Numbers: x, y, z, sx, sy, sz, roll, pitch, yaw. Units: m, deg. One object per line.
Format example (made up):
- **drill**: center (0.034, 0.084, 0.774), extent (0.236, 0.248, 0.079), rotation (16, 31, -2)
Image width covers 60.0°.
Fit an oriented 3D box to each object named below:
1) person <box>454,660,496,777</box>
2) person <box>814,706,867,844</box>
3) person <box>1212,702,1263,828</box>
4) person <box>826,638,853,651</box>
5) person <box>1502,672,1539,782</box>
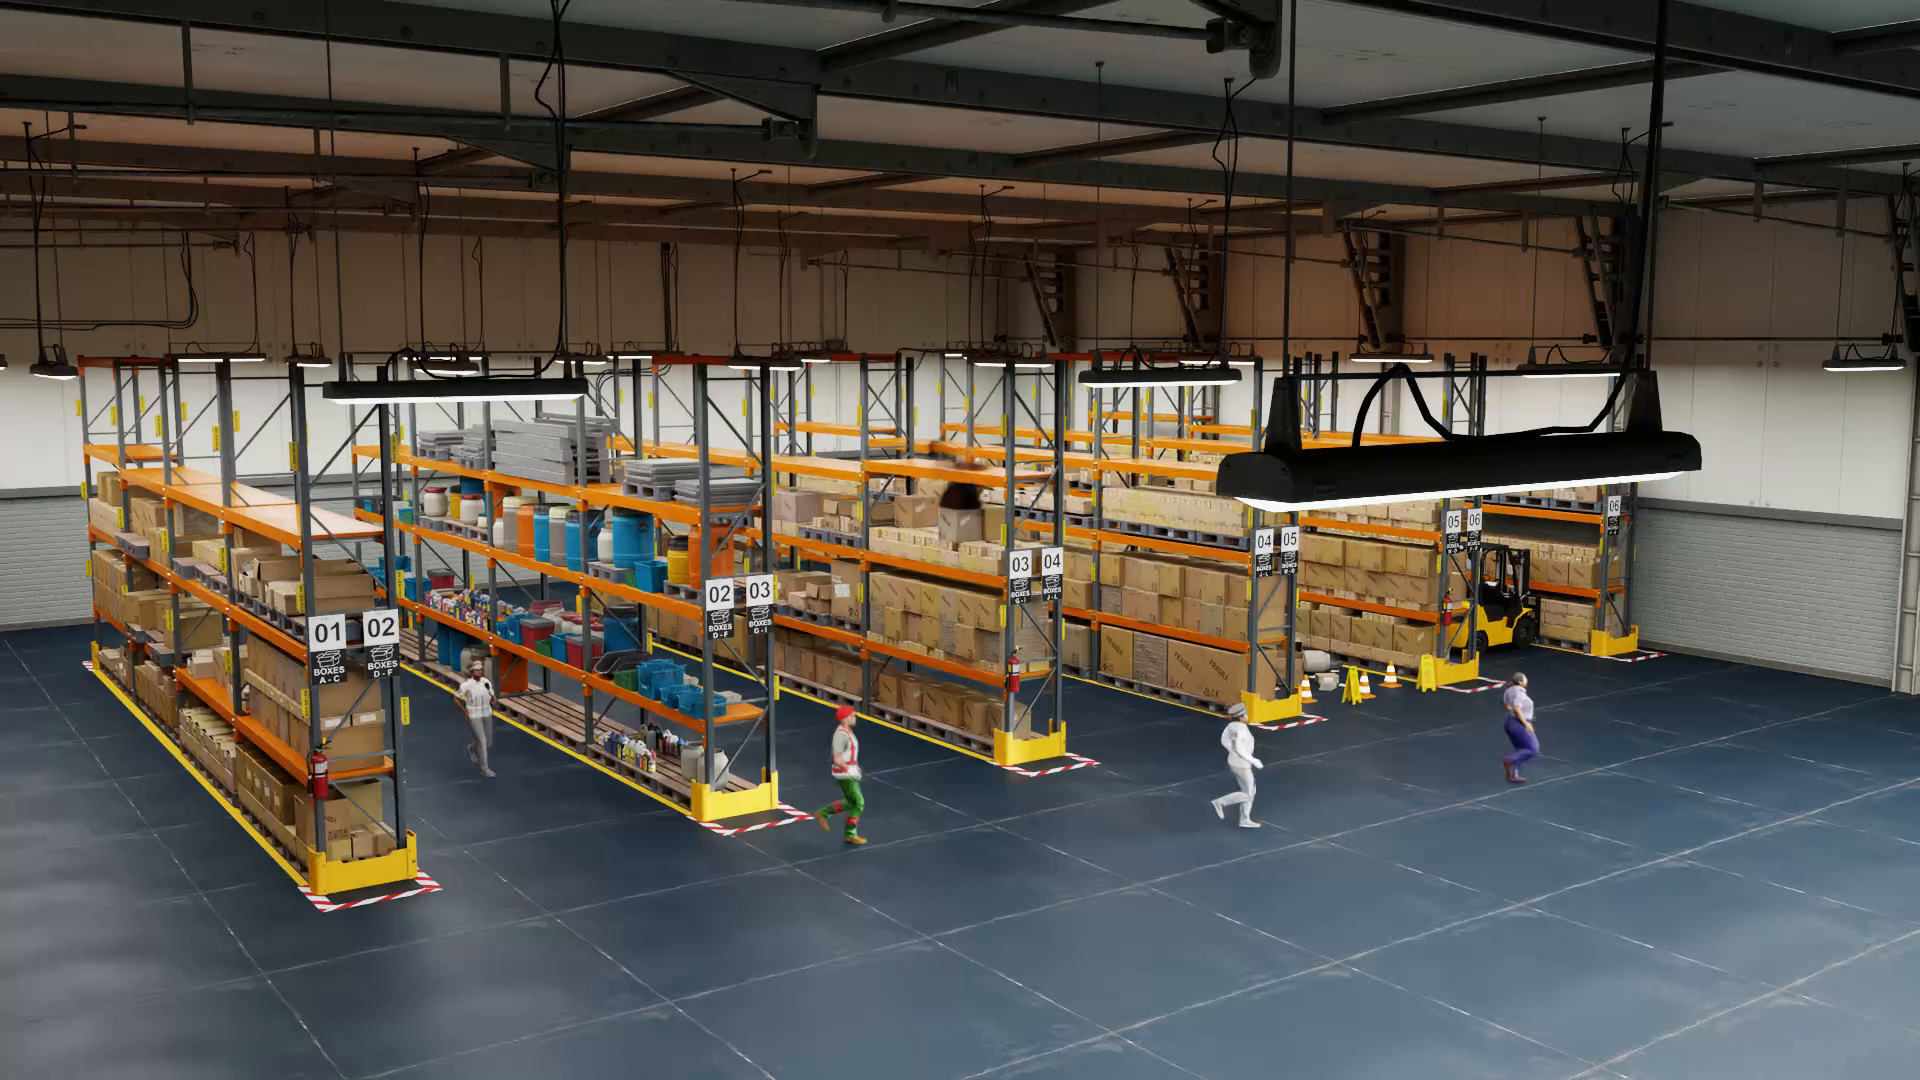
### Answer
- **person**: center (-7.008, 2.571, 24.199), extent (0.778, 1.669, 0.588), rotation (7, 10, 44)
- **person**: center (-1.514, 2.943, 20.921), extent (0.673, 1.750, 0.692), rotation (0, 7, -1)
- **person**: center (3.568, 2.917, 21.503), extent (0.680, 1.669, 0.623), rotation (-1, 7, -8)
- **person**: center (-2.339, 1.498, 33.068), extent (0.617, 1.700, 0.882), rotation (-6, 9, -40)
- **person**: center (7.980, 2.671, 23.751), extent (0.549, 1.602, 0.608), rotation (-1, 7, -6)
